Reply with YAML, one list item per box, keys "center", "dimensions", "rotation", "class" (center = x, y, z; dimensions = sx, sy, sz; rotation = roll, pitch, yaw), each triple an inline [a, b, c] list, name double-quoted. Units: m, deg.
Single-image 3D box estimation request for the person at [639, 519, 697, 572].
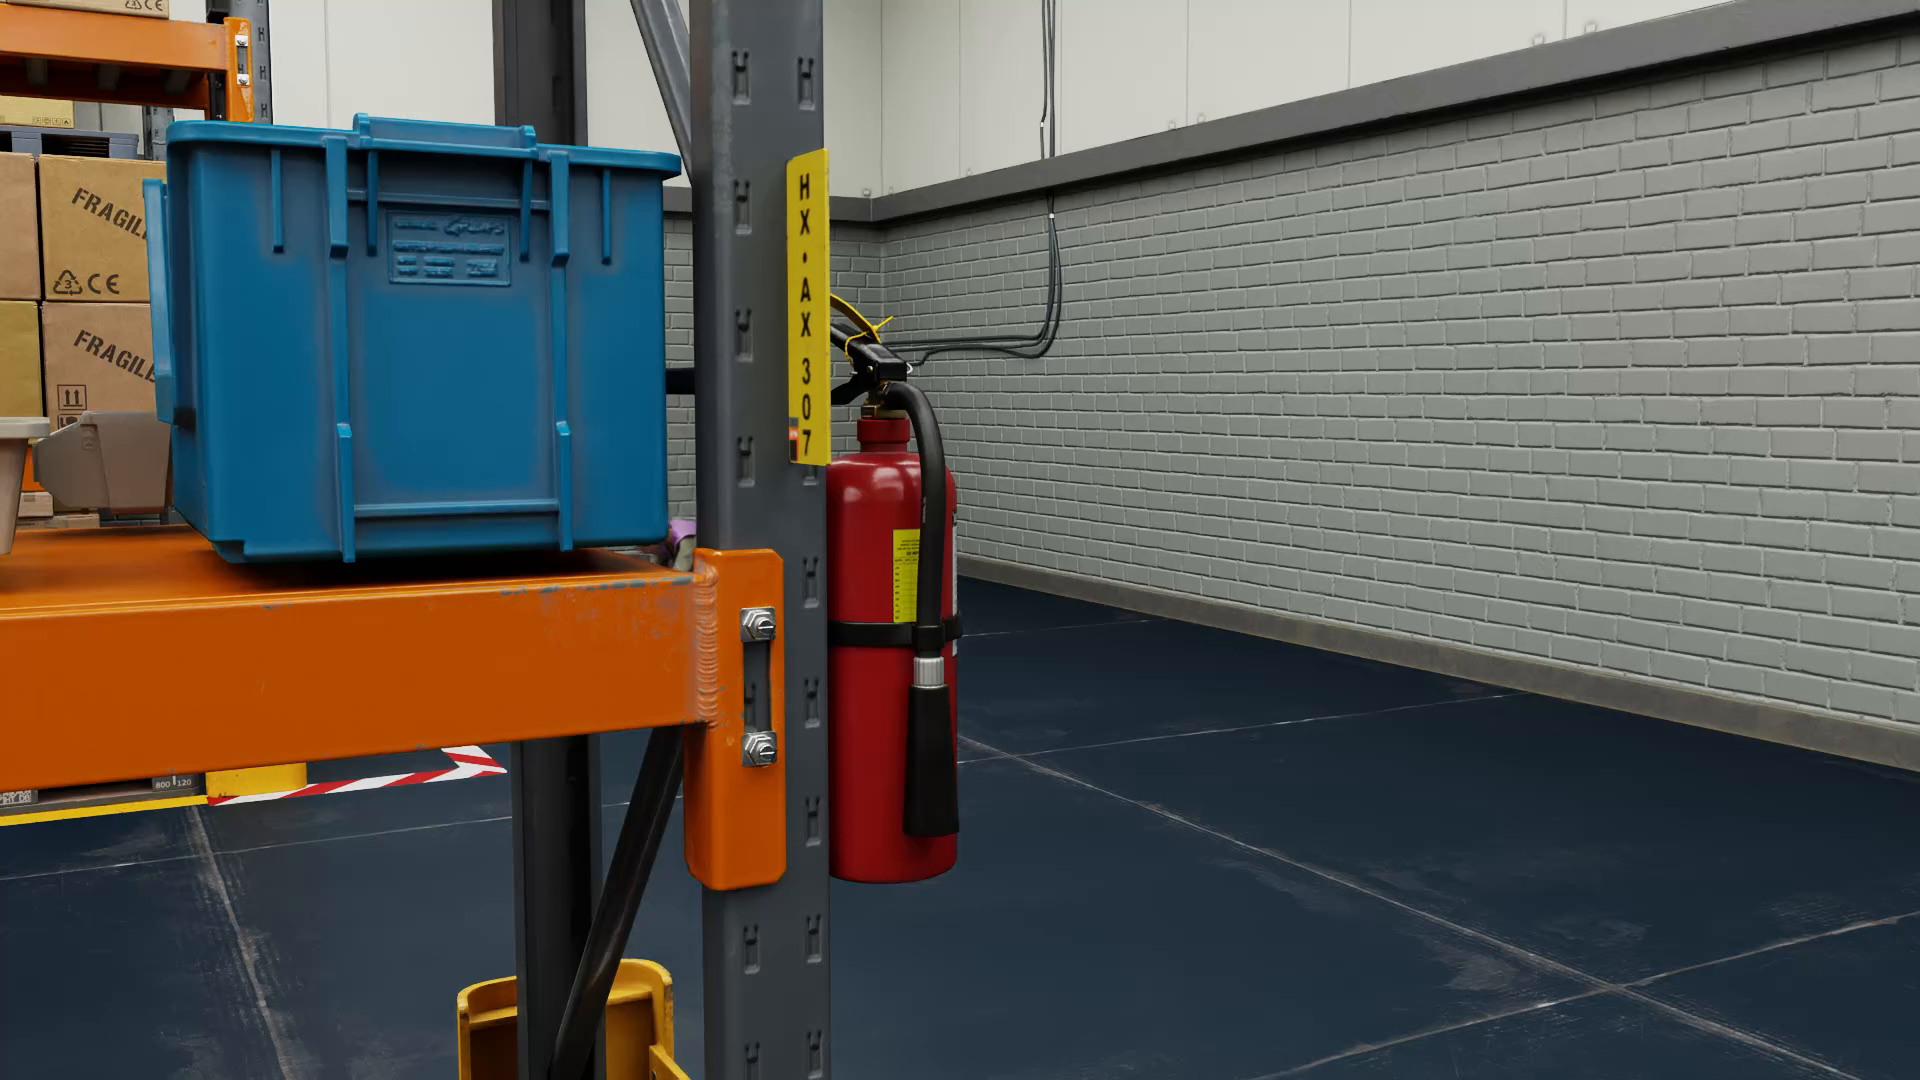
- center: [-1.383, 0.271, 8.768]
  dimensions: [0.795, 0.868, 0.444]
  rotation: [-3, 6, -29]
  class: "person"
